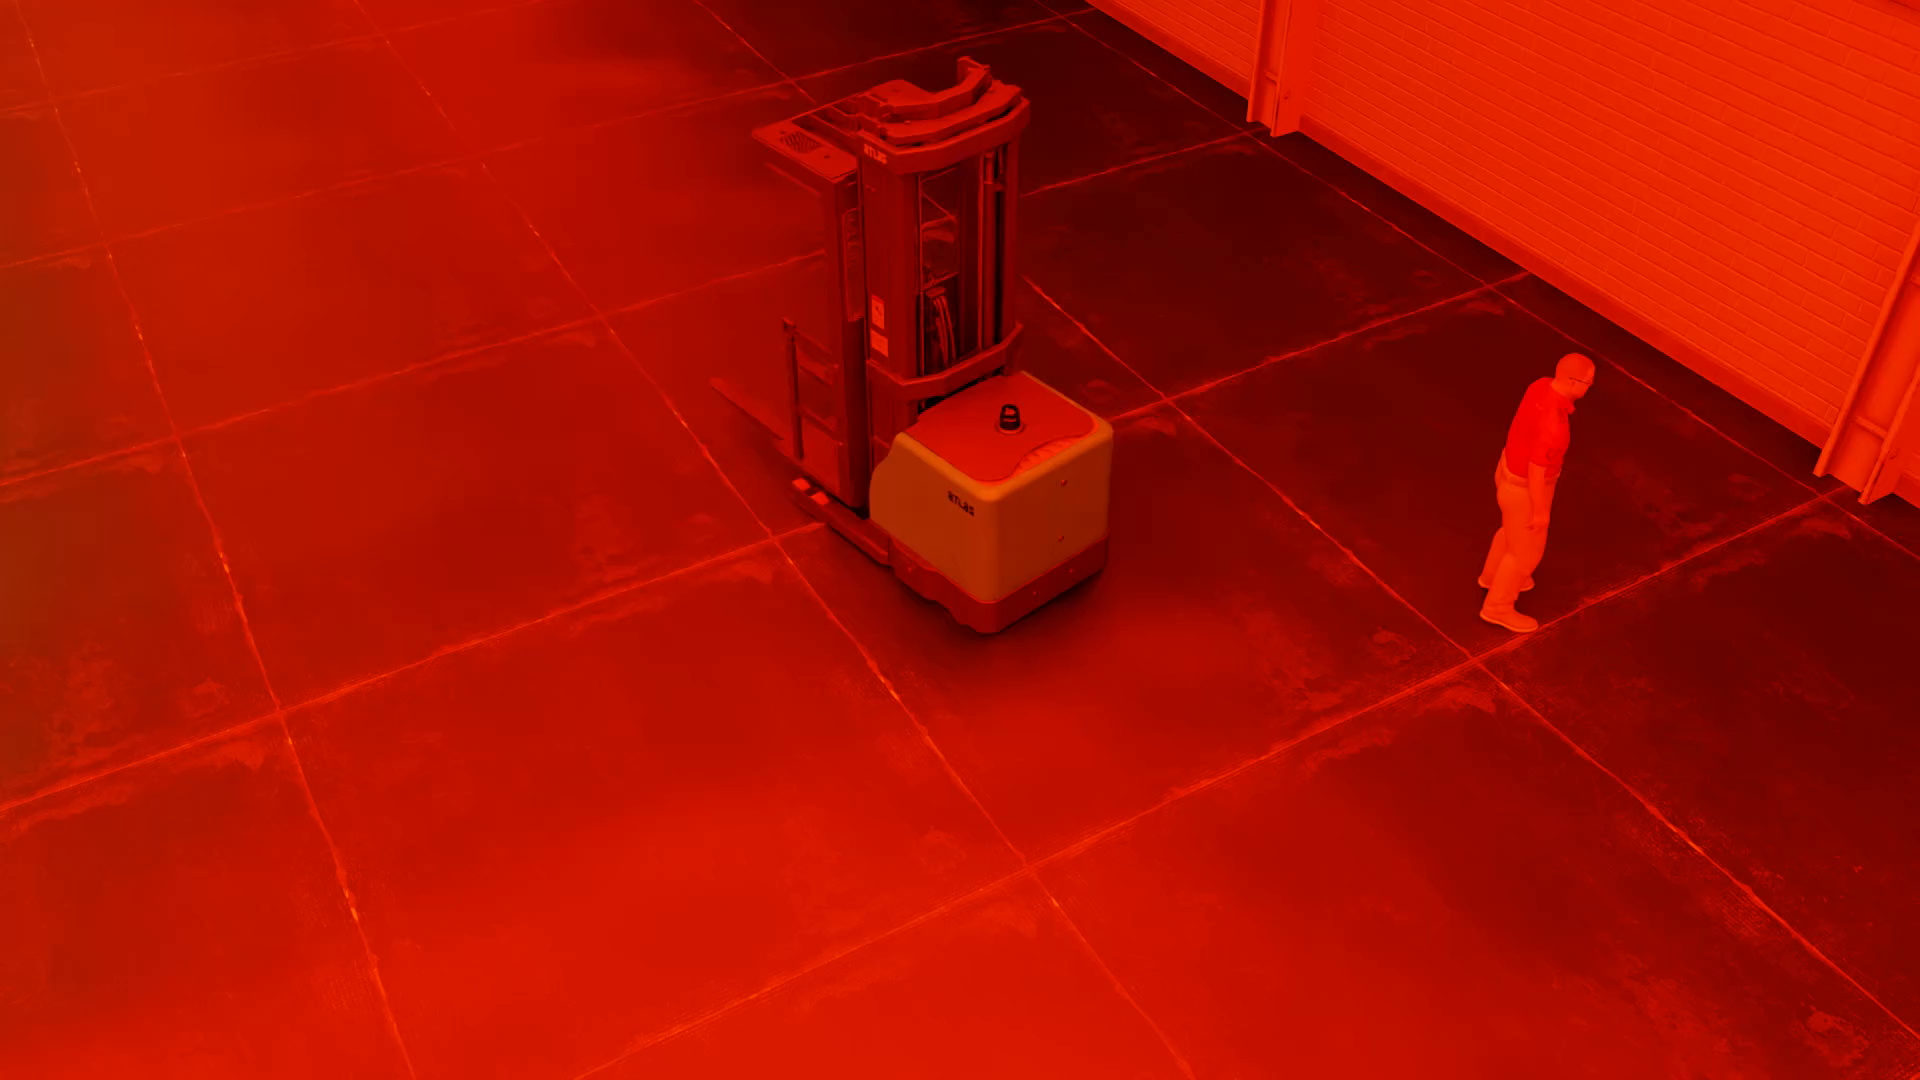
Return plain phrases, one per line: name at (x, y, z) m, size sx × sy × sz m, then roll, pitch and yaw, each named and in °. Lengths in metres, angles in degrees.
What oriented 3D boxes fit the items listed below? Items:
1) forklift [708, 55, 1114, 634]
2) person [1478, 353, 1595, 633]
forklift at (-0.459, -1.451, 9.785) m, size 1.130 × 2.935 × 3.031 m, roll -29°, pitch 48°, yaw -31°
person at (3.220, -0.304, 9.347) m, size 0.398 × 1.727 × 0.586 m, roll 6°, pitch 40°, yaw 8°
